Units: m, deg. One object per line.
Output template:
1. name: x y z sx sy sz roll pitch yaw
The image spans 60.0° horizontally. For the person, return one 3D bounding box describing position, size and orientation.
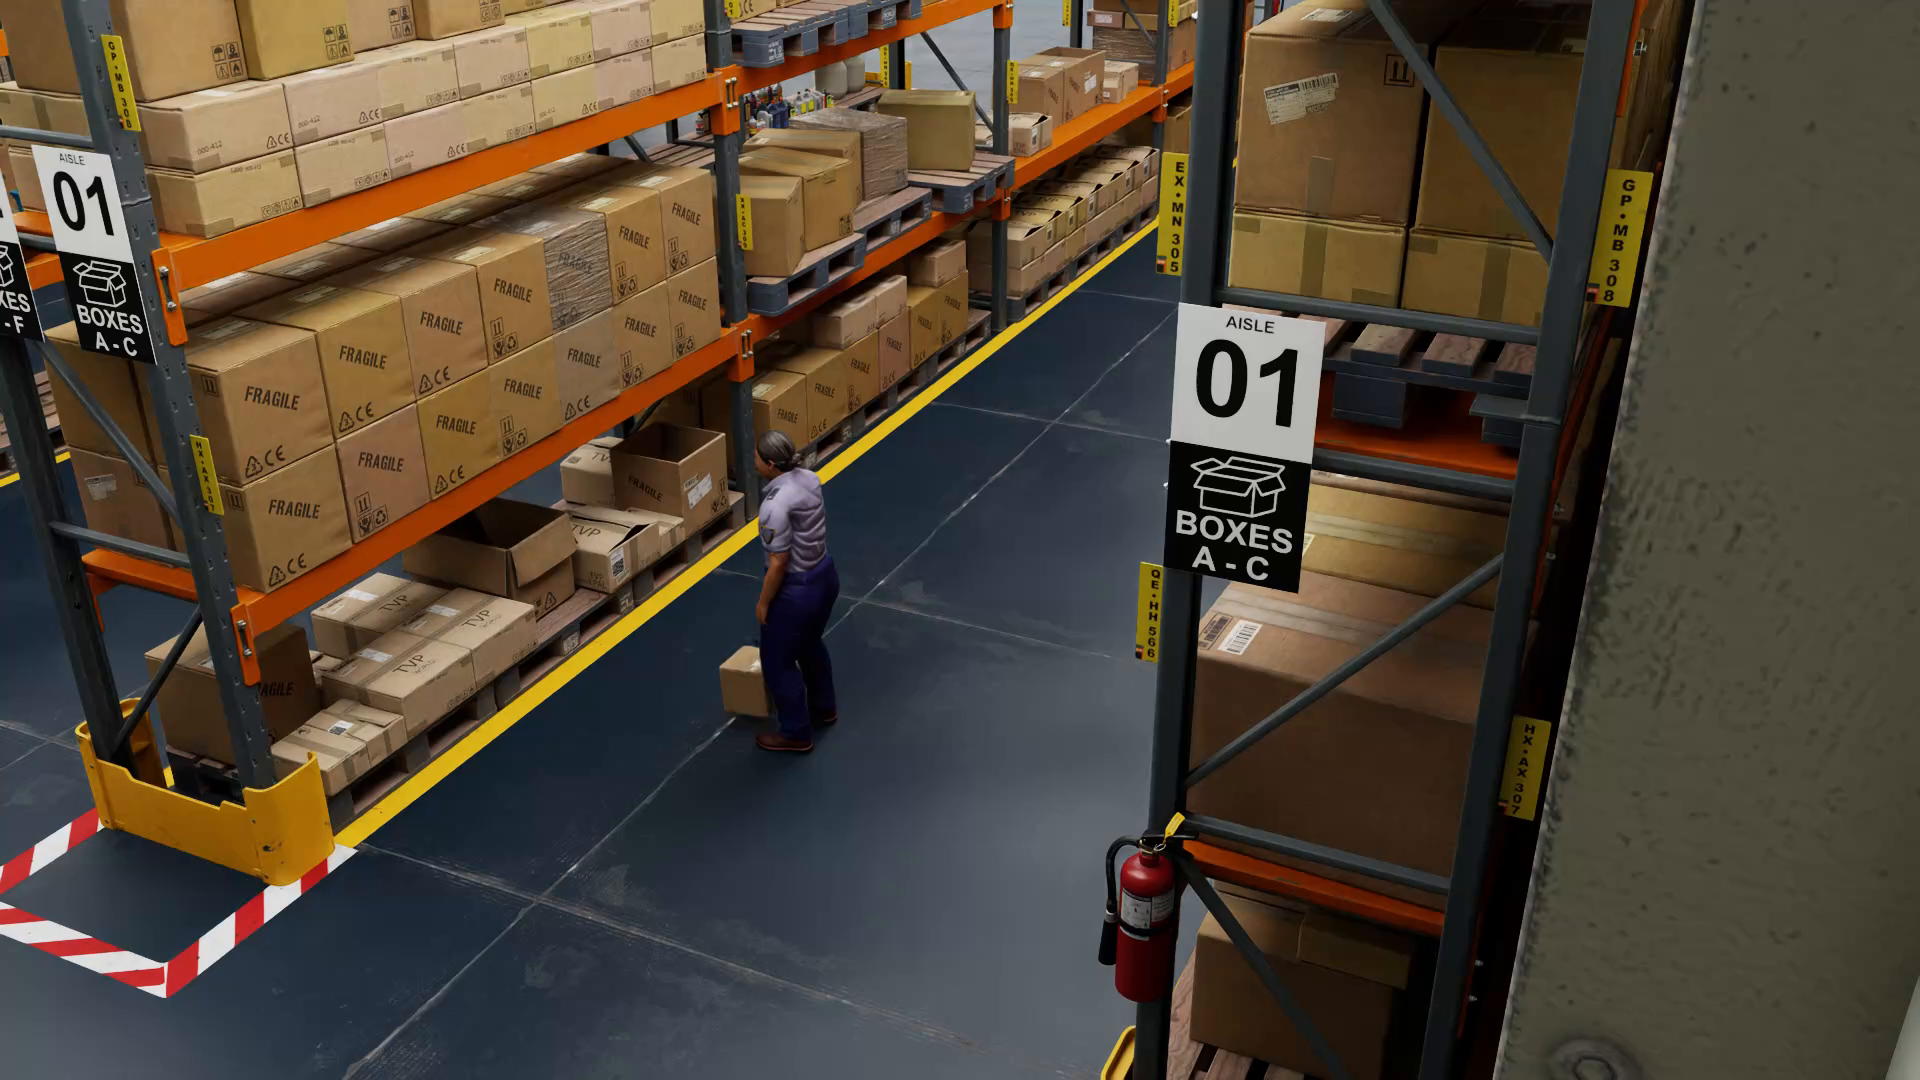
1. person: -0.794 0.236 8.009 0.368 1.653 0.533 11 28 20
